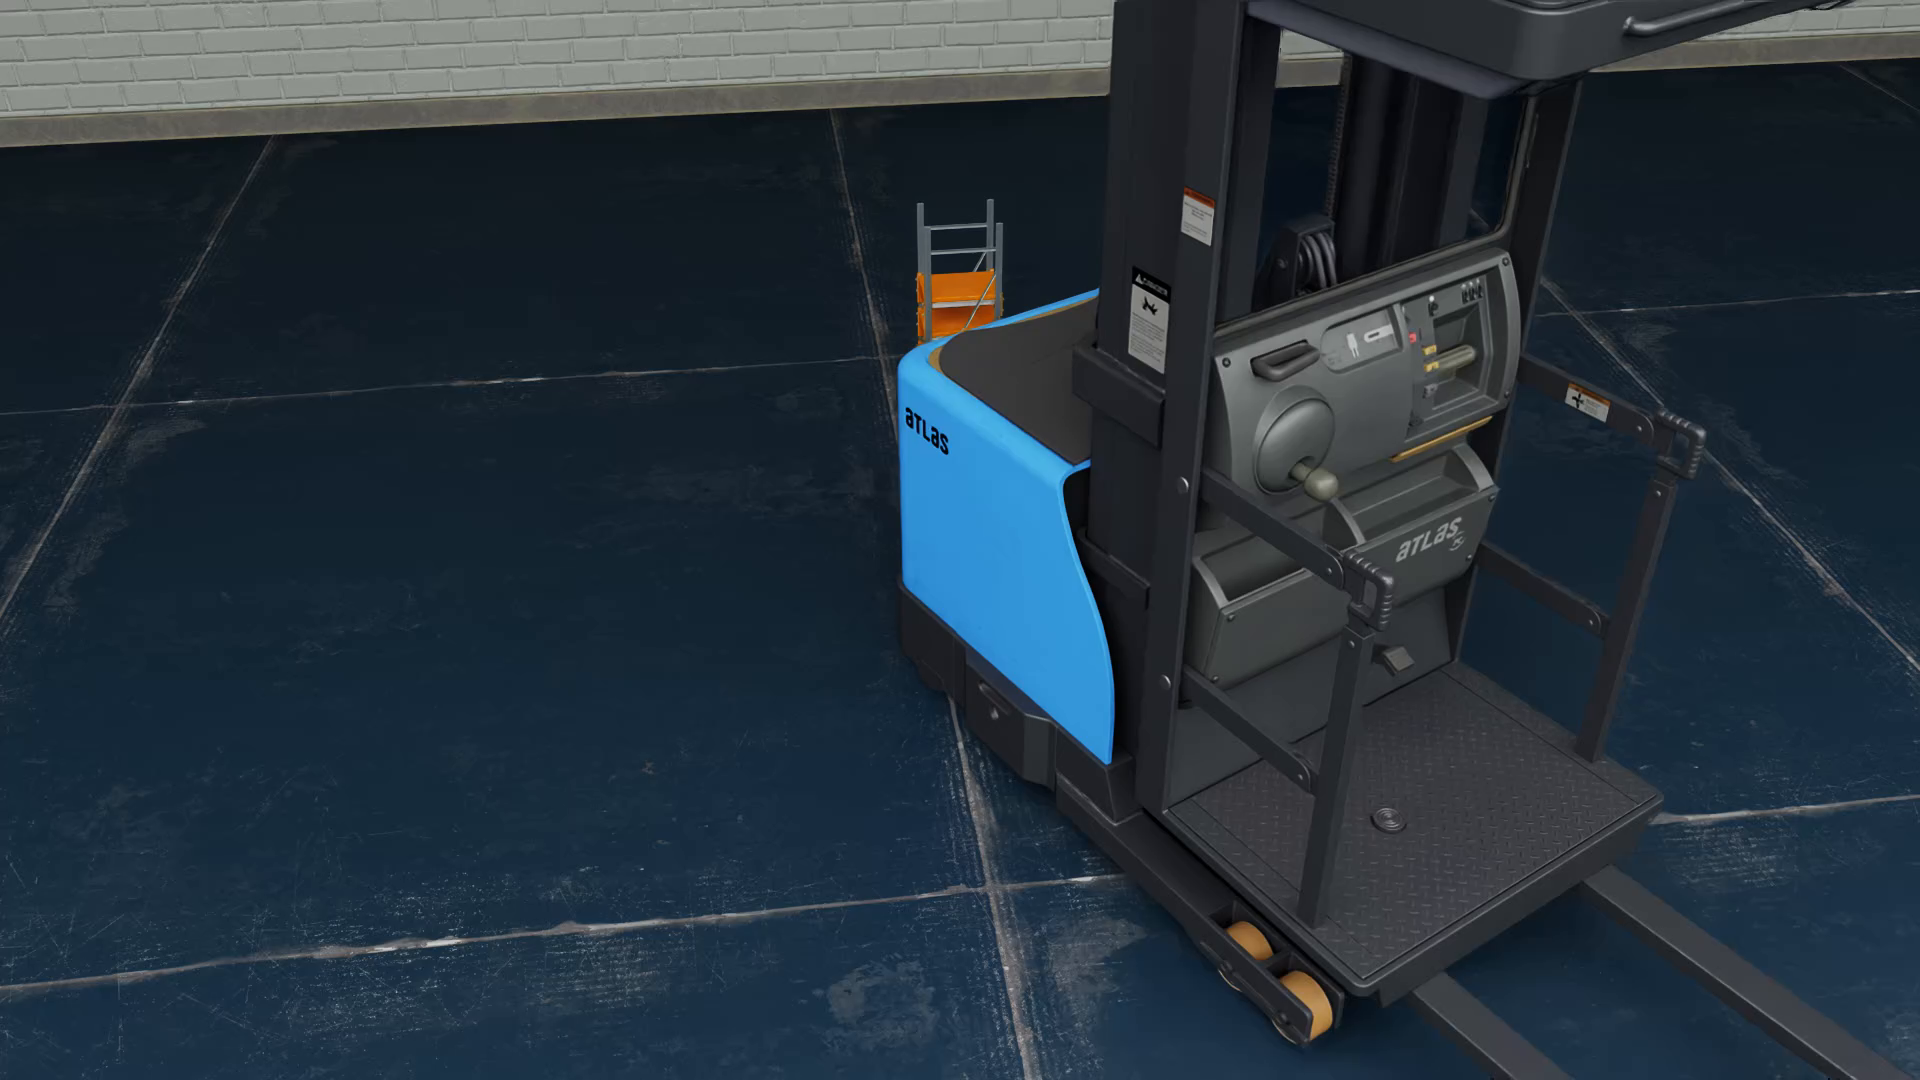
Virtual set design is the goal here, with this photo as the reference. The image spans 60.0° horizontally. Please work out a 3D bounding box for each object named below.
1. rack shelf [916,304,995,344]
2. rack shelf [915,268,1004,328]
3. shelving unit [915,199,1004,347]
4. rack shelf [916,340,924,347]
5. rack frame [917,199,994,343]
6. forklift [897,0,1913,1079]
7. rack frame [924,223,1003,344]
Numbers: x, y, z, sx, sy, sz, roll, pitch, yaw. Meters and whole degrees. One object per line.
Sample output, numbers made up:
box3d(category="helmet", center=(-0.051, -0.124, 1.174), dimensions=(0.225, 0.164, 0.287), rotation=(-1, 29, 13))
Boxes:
box3d(category="rack shelf", center=(-0.002, -0.665, 5.314), dimensions=(0.258, 0.103, 0.180), rotation=(-4, 35, -6))
box3d(category="rack shelf", center=(-0.002, -0.765, 5.246), dimensions=(0.258, 0.103, 0.180), rotation=(-4, 35, -6))
box3d(category="shelving unit", center=(-0.002, -0.504, 5.424), dimensions=(0.258, 1.200, 0.189), rotation=(-4, 35, -6))
box3d(category="rack shelf", center=(-0.002, -0.566, 5.381), dimensions=(0.258, 0.103, 0.180), rotation=(-4, 35, -6))
box3d(category="rack frame", center=(-0.014, -0.555, 5.499), dimensions=(0.240, 1.200, 0.006), rotation=(-4, 35, -6))
box3d(category="forklift", center=(1.060, -0.320, 3.616), dimensions=(1.130, 2.935, 3.031), rotation=(-21, 40, -28))
box3d(category="rack frame", center=(0.010, -0.453, 5.349), dimensions=(0.240, 1.200, 0.006), rotation=(-4, 35, -6))
